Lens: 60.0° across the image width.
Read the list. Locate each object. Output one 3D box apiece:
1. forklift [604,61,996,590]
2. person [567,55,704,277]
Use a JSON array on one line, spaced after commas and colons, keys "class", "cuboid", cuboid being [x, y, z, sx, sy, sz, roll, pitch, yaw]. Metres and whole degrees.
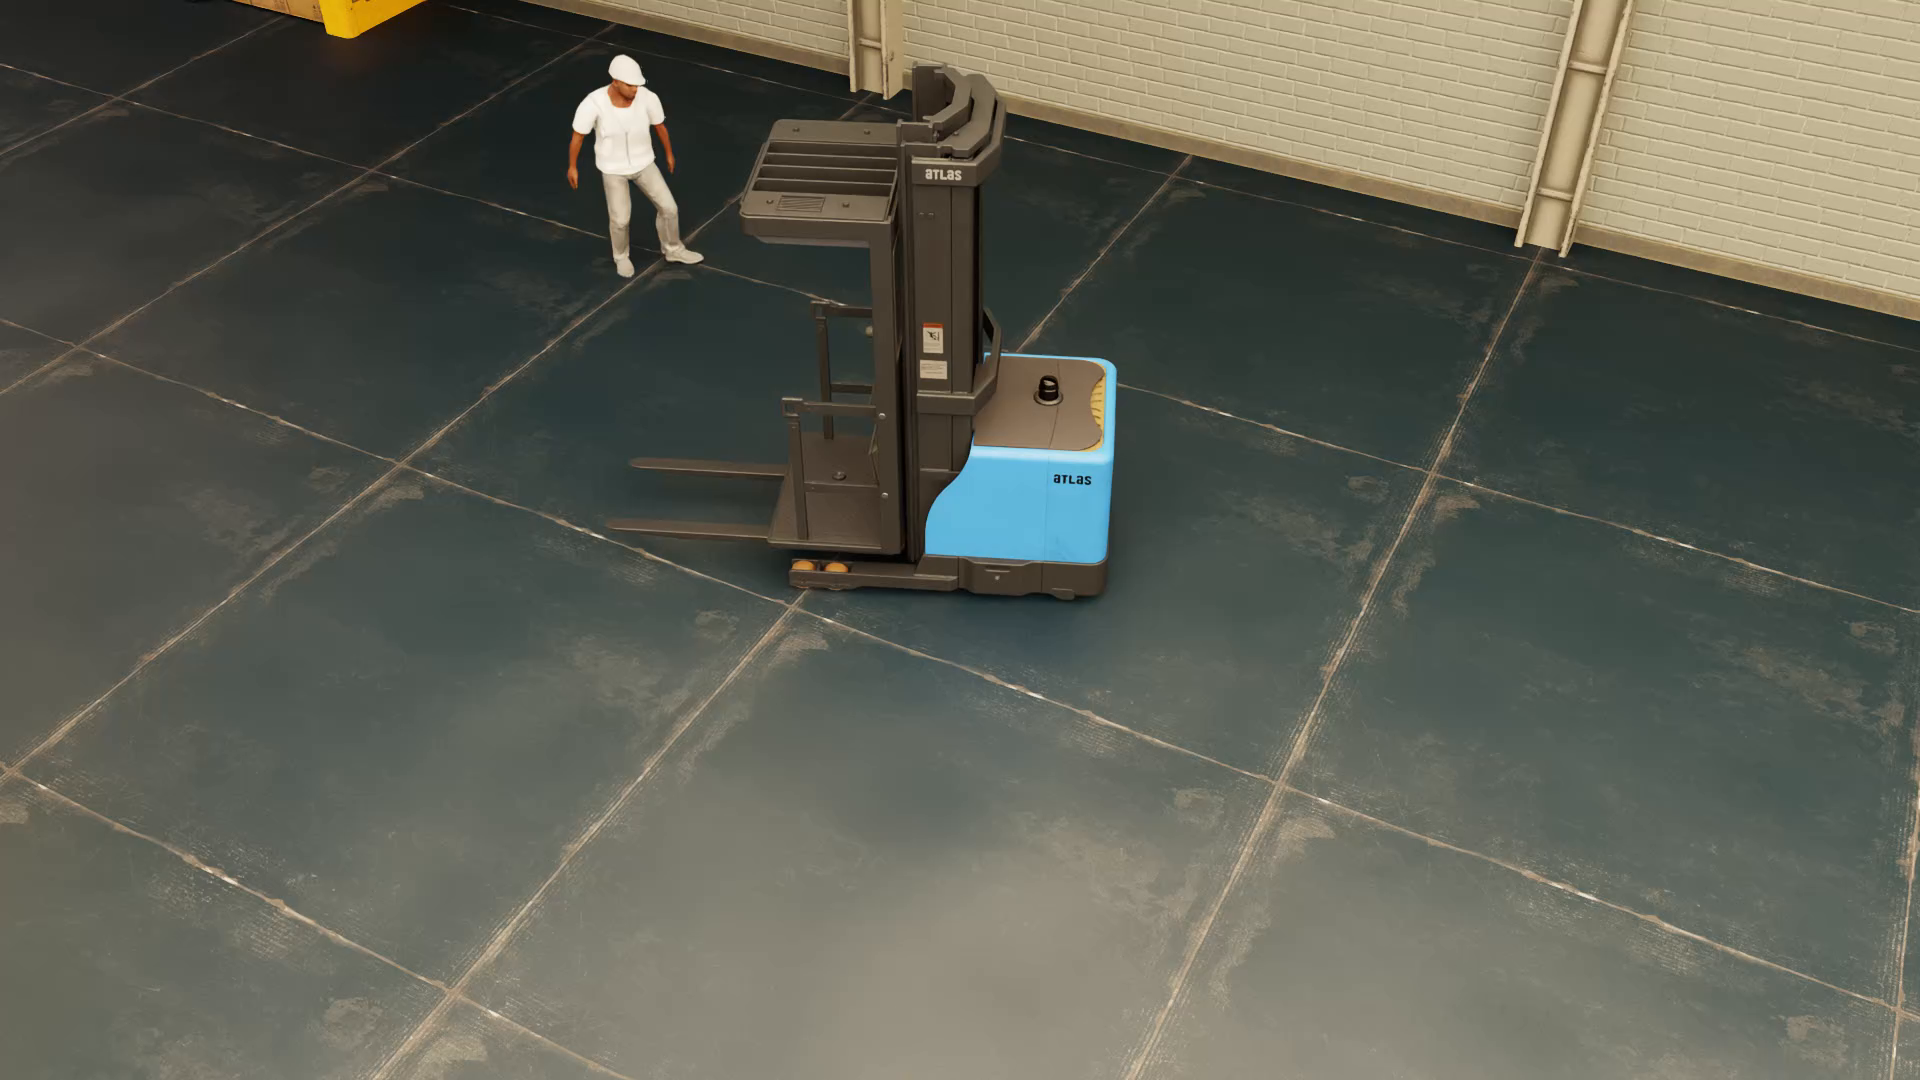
[{"class": "forklift", "cuboid": [-0.606, -1.160, 9.363, 3.031, 2.935, 1.121, 3, 40, 4]}, {"class": "person", "cuboid": [-2.416, -2.736, 12.179, 0.890, 1.731, 0.457, -17, 43, -19]}]
